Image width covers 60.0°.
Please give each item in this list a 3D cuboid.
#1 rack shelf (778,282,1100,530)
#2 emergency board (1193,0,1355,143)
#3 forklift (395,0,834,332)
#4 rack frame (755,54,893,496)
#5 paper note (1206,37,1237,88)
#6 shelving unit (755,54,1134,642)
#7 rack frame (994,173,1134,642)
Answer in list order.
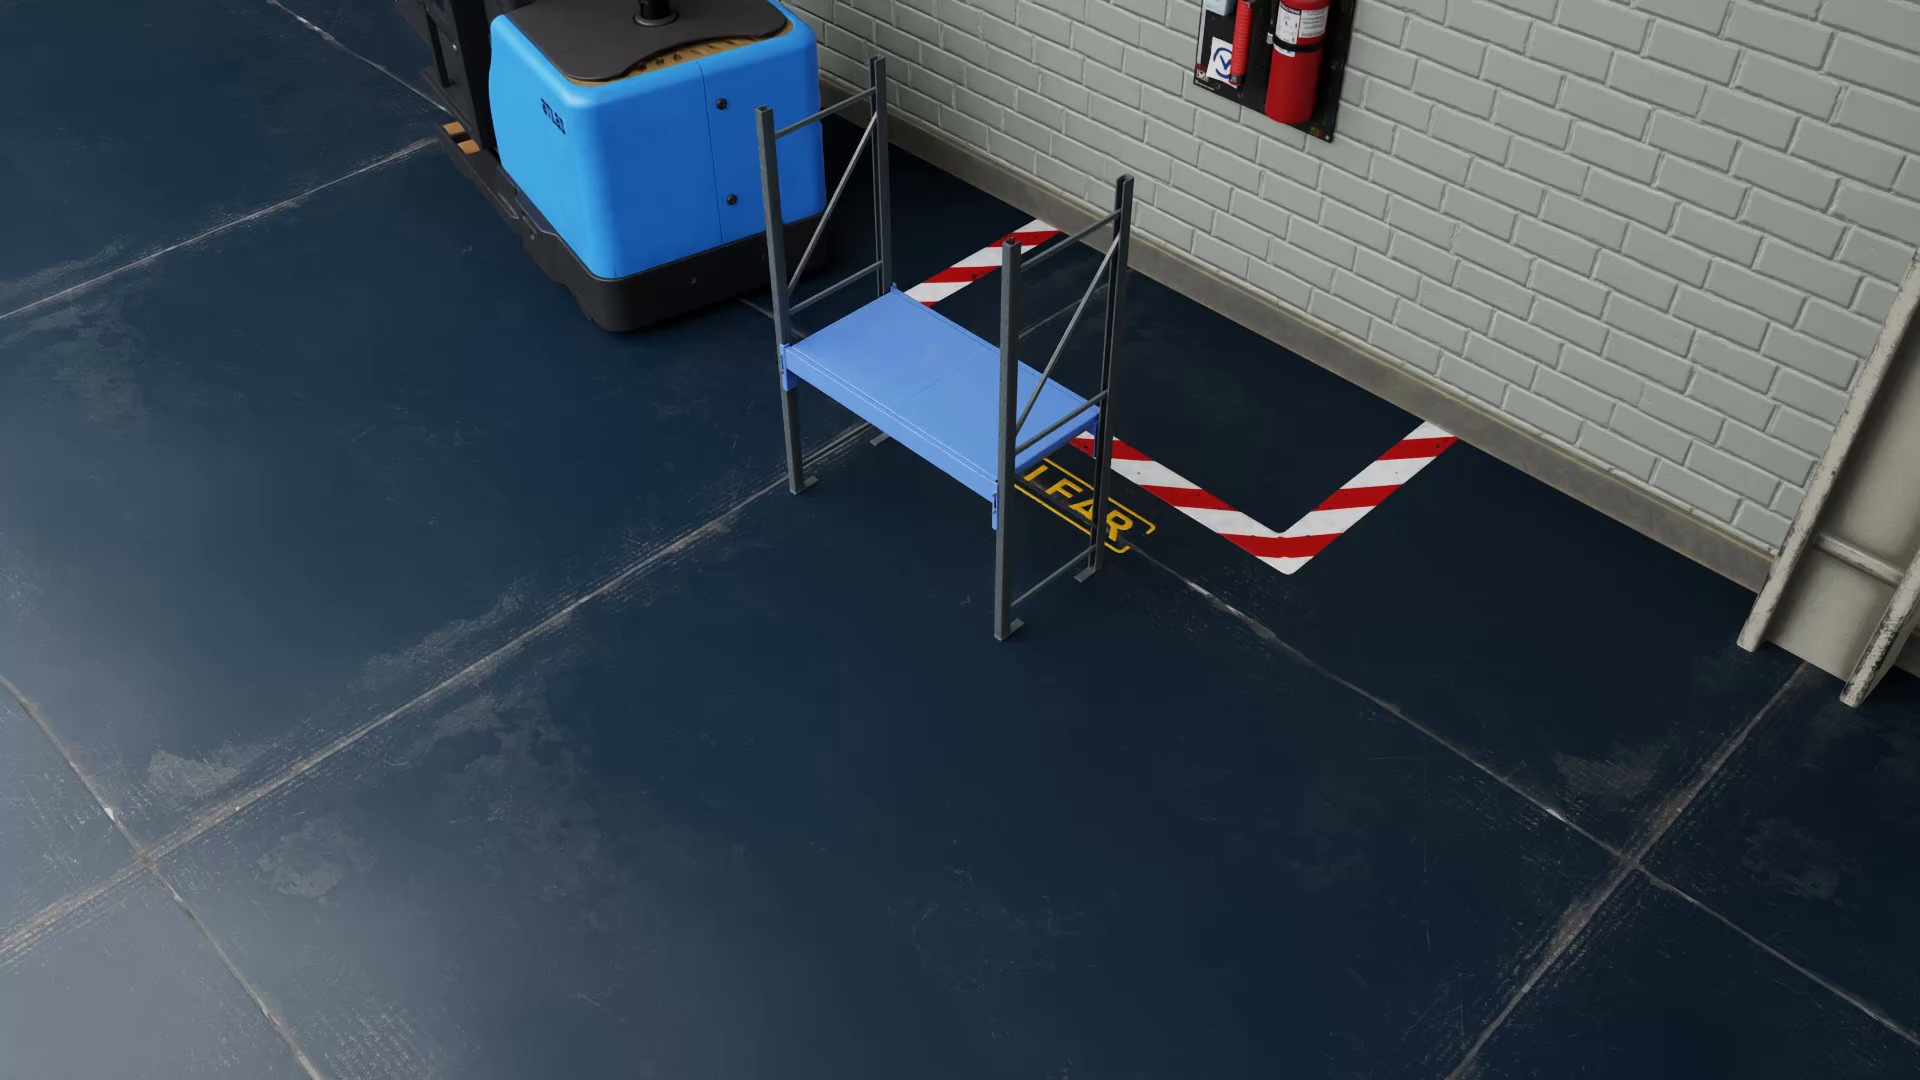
[{"bbox_3d":[-0.060,-0.460,5.407,0.538,0.185,1.000,-34,53,-31],"label":"rack shelf"},{"bbox_3d":[1.044,-1.950,5.650,0.194,1.169,0.643,-34,53,-31],"label":"emergency board"},{"bbox_3d":[-1.740,-2.870,6.696,1.130,2.935,3.031,-23,48,-23],"label":"forklift"},{"bbox_3d":[-0.419,-0.836,5.550,0.500,1.500,0.032,-34,53,-31],"label":"rack frame"},{"bbox_3d":[0.967,-1.745,6.077,0.016,0.148,0.142,-34,53,-31],"label":"paper note"},{"bbox_3d":[-0.060,-0.592,5.285,0.538,1.500,1.048,-34,53,-31],"label":"shelving unit"},{"bbox_3d":[0.299,-0.348,5.021,0.500,1.500,0.032,-34,53,-31],"label":"rack frame"}]
